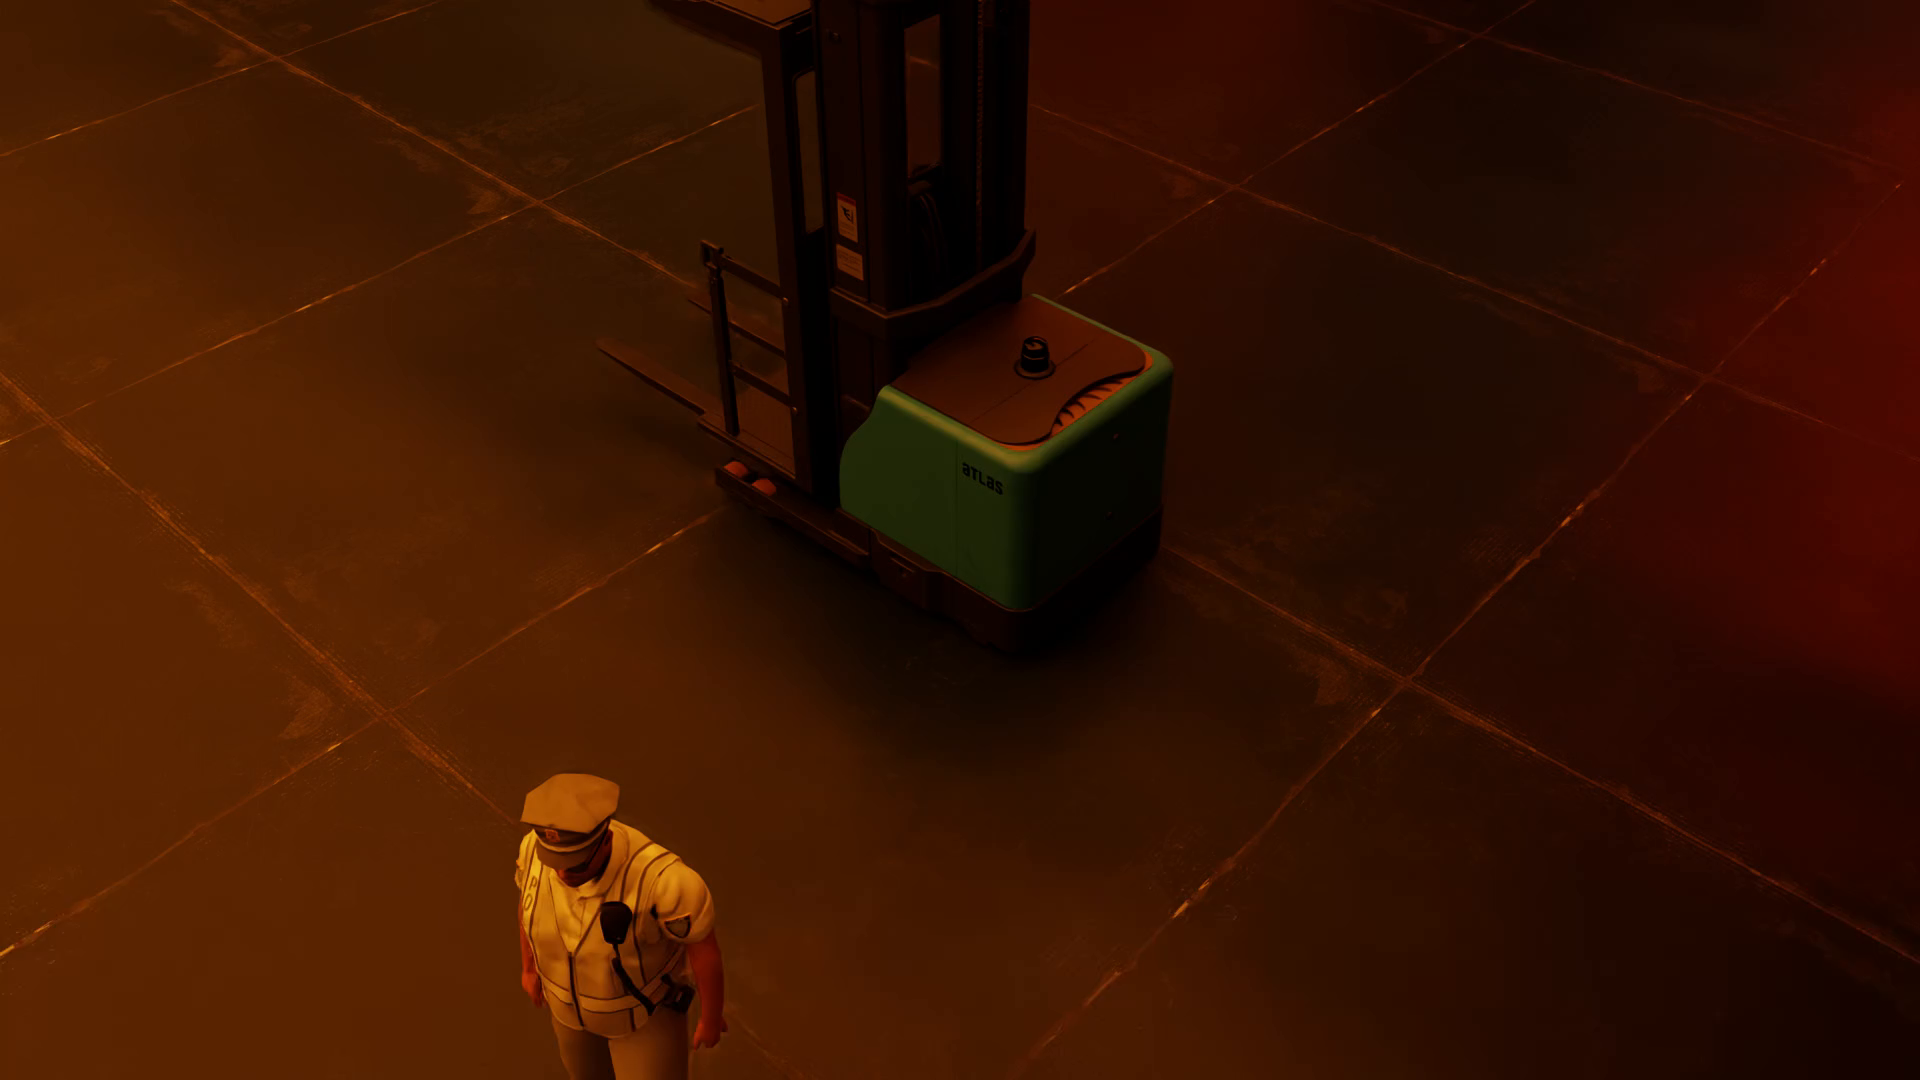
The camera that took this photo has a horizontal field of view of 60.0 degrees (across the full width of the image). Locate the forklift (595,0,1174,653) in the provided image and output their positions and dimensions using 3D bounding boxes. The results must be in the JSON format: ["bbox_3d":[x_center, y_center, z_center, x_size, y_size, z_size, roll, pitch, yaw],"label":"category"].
[{"bbox_3d":[-0.525,-1.463,7.133,3.031,2.935,1.130,30,49,30],"label":"forklift"}]

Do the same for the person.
[{"bbox_3d":[-1.003,1.348,4.805,0.650,1.771,0.496,12,42,14],"label":"person"}]
